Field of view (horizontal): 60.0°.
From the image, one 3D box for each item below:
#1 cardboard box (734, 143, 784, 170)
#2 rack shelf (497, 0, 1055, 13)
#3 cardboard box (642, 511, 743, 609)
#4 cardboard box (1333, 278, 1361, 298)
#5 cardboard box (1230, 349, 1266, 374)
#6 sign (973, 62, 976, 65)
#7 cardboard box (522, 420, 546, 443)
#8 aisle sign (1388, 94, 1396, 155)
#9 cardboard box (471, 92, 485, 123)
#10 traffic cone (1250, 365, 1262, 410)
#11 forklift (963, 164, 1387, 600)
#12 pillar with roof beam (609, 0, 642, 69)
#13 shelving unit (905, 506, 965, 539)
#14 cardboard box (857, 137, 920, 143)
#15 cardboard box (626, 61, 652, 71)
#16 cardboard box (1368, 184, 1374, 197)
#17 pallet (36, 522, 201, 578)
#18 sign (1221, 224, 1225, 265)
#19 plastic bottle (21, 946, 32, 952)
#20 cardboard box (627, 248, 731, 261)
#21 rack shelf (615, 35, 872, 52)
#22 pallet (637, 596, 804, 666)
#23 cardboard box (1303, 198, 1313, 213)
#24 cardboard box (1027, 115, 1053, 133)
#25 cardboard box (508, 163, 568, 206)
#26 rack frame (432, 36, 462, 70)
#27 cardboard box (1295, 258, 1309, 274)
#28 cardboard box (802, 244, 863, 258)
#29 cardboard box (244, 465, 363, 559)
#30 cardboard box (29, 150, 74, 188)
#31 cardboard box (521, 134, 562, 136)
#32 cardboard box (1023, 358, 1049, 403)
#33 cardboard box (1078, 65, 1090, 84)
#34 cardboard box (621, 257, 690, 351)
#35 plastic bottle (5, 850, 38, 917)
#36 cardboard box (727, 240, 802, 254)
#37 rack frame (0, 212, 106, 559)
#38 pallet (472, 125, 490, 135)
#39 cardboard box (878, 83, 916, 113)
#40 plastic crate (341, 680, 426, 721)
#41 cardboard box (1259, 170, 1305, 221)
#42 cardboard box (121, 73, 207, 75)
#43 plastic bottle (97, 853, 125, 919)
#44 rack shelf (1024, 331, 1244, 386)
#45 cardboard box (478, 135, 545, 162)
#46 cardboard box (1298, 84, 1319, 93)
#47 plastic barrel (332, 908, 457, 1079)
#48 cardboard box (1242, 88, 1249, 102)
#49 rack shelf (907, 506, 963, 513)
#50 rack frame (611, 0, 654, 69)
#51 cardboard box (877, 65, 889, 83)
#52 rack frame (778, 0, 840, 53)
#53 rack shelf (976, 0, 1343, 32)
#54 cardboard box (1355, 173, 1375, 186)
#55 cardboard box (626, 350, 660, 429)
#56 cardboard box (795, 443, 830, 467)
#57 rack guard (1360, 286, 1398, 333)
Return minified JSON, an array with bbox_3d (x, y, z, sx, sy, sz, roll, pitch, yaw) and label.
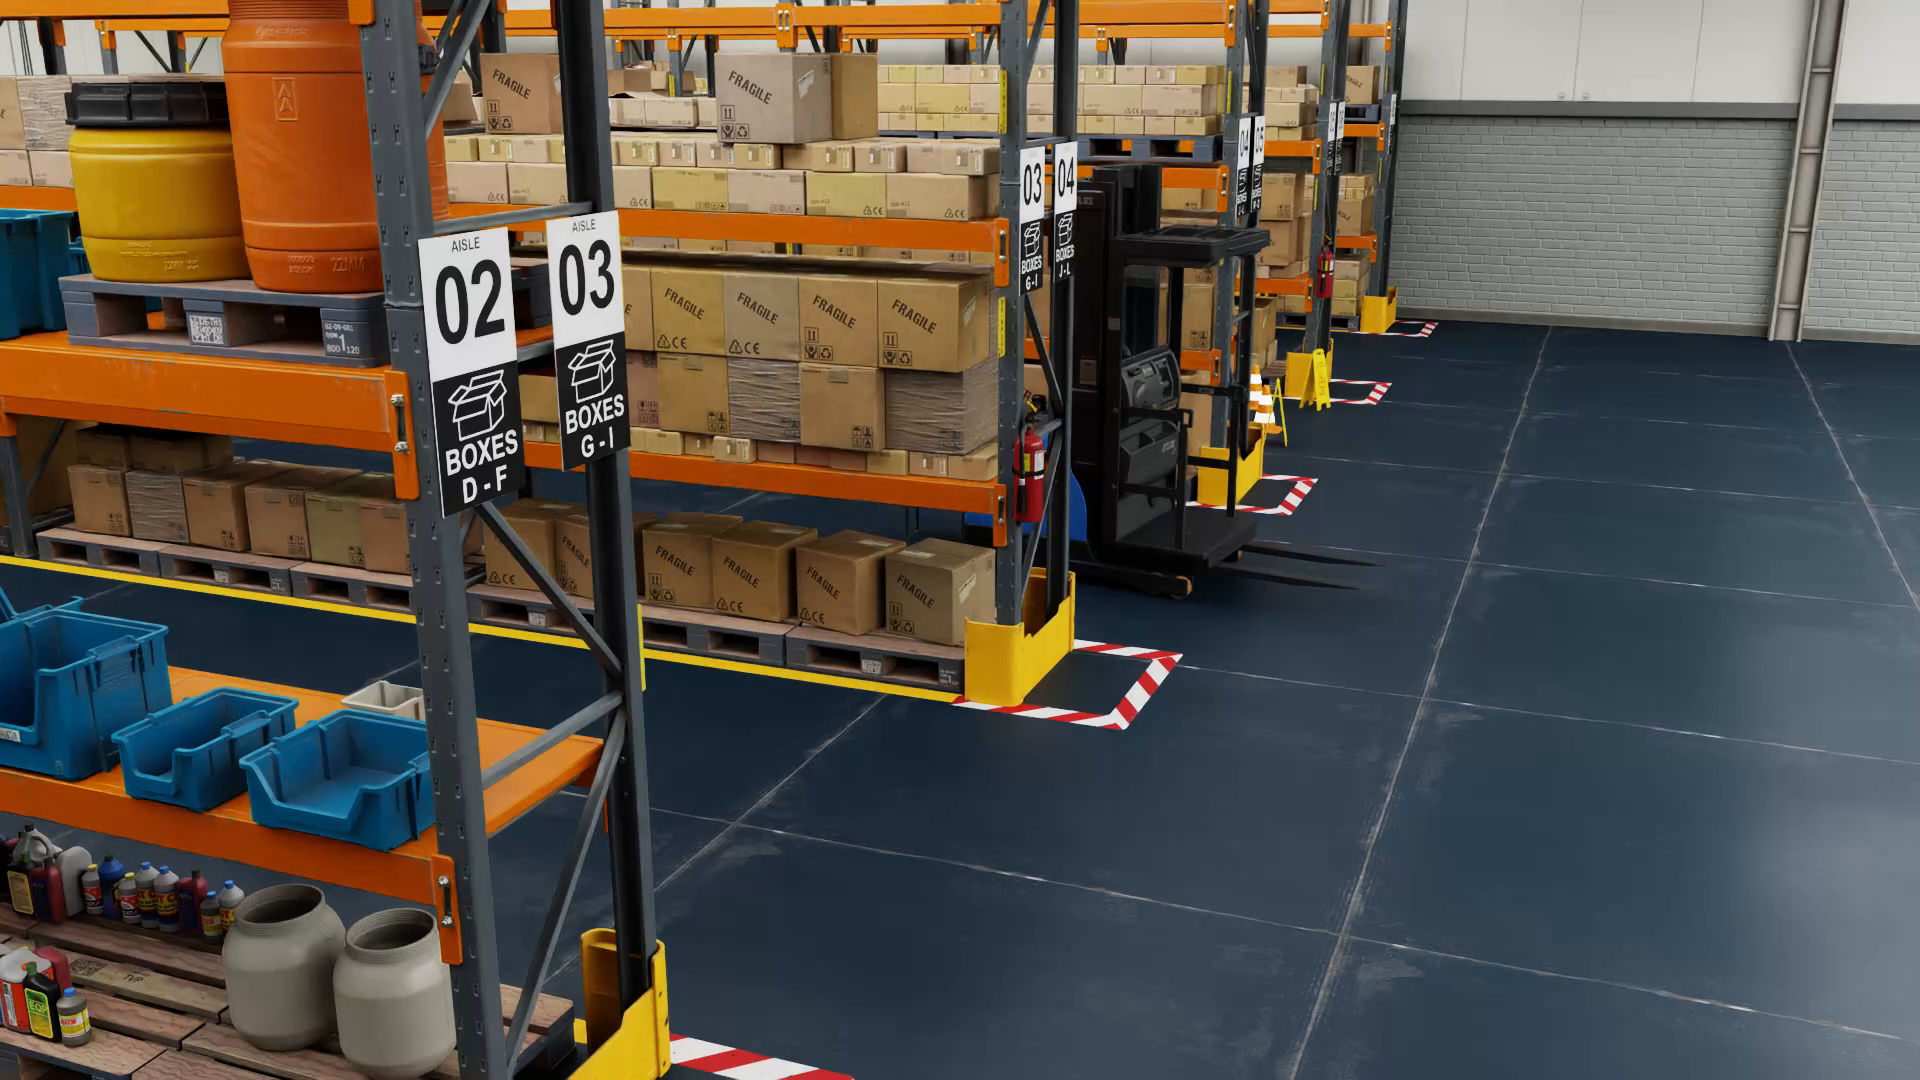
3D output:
[{"bbox_3d":[-1.127,-2.255,9.736,0.250,0.149,0.380,5,17,18],"label":"cardboard box"},{"bbox_3d":[-1.407,-3.351,9.873,4.000,0.370,1.077,6,17,21],"label":"rack shelf"},{"bbox_3d":[-1.768,0.128,11.083,0.500,0.500,0.500,5,17,16],"label":"cardboard box"},{"bbox_3d":[5.340,-3.561,23.341,0.500,0.250,0.500,6,17,20],"label":"cardboard box"},{"bbox_3d":[3.216,-2.080,19.135,0.500,0.250,0.500,6,17,20],"label":"cardboard box"},{"bbox_3d":[0.168,-5.326,19.125,0.005,0.325,0.100,6,17,21],"label":"sign"},{"bbox_3d":[-2.708,-0.754,10.841,0.250,0.149,0.380,6,17,21],"label":"cardboard box"},{"bbox_3d":[5.861,-5.636,22.545,0.004,0.787,0.394,6,17,21],"label":"aisle sign"},{"bbox_3d":[-4.482,-4.224,16.189,0.500,0.311,0.500,6,17,21],"label":"cardboard box"},{"bbox_3d":[3.216,-1.674,18.110,0.334,0.463,0.336,6,17,21],"label":"traffic cone"},{"bbox_3d":[1.556,-1.157,11.901,3.031,2.935,1.130,9,19,29],"label":"forklift"},{"bbox_3d":[-7.152,-7.768,23.790,0.400,9.000,9.100,6,17,21],"label":"pillar with roof beam"},{"bbox_3d":[-0.154,-0.593,13.065,0.503,1.200,0.258,6,17,21],"label":"shelving unit"},{"bbox_3d":[-0.431,-2.353,10.071,0.250,0.149,0.380,7,18,23],"label":"cardboard box"},{"bbox_3d":[-5.104,-7.488,26.449,0.258,0.266,0.396,6,17,20],"label":"cardboard box"},{"bbox_3d":[5.687,-4.932,23.440,0.250,0.149,0.380,6,17,19],"label":"cardboard box"},{"bbox_3d":[-6.262,-0.012,12.835,1.213,0.211,1.003,6,17,21],"label":"pallet"},{"bbox_3d":[2.155,-2.419,13.626,0.005,0.325,0.100,6,17,21],"label":"sign"},{"bbox_3d":[-3.558,1.649,6.344,0.097,0.201,0.097,0,16,0],"label":"plastic bottle"},{"bbox_3d":[-1.818,-1.616,10.854,0.500,0.500,0.500,6,17,21],"label":"cardboard box"},{"bbox_3d":[-3.395,-7.837,26.037,4.000,0.370,1.077,6,17,21],"label":"rack shelf"},{"bbox_3d":[-1.491,0.501,11.069,1.213,0.211,1.003,6,17,21],"label":"pallet"},{"bbox_3d":[4.874,-4.556,23.309,0.500,0.500,0.500,7,18,22],"label":"cardboard box"},{"bbox_3d":[0.752,-3.535,14.107,0.250,0.149,0.380,6,17,21],"label":"cardboard box"},{"bbox_3d":[-2.449,-2.225,10.347,0.500,0.250,0.500,6,17,20],"label":"cardboard box"},{"bbox_3d":[-7.074,-7.292,22.150,0.127,3.000,1.000,6,17,21],"label":"rack frame"},{"bbox_3d":[3.849,-3.151,19.097,0.250,0.149,0.380,6,17,21],"label":"cardboard box"},{"bbox_3d":[-1.023,-2.842,15.377,0.550,0.550,0.875,6,17,21],"label":"cardboard box"},{"bbox_3d":[-4.788,-0.212,12.218,0.500,0.500,0.700,5,17,16],"label":"cardboard box"},{"bbox_3d":[-6.168,-2.633,11.752,0.500,0.250,0.500,7,17,22],"label":"cardboard box"},{"bbox_3d":[-2.644,-2.573,10.829,0.250,0.149,0.380,6,17,21],"label":"cardboard box"},{"bbox_3d":[0.893,-1.212,15.026,0.875,0.875,0.875,6,17,20],"label":"cardboard box"},{"bbox_3d":[0.986,-3.892,13.907,0.250,0.149,0.380,6,17,21],"label":"cardboard box"},{"bbox_3d":[-2.012,-1.479,10.382,0.500,0.500,0.500,6,17,21],"label":"cardboard box"},{"bbox_3d":[-3.915,1.429,6.955,0.133,0.283,0.061,6,17,21],"label":"plastic bottle"},{"bbox_3d":[-1.818,-2.876,15.726,0.500,0.500,0.700,6,17,20],"label":"cardboard box"},{"bbox_3d":[-6.989,-1.431,12.723,0.127,3.000,1.000,6,17,21],"label":"rack frame"},{"bbox_3d":[-4.456,-4.005,16.547,1.003,0.211,1.213,7,18,23],"label":"pallet"},{"bbox_3d":[-0.532,-3.885,14.599,0.500,0.250,0.500,6,17,20],"label":"cardboard box"},{"bbox_3d":[-2.078,0.623,6.119,0.250,0.136,0.298,6,17,21],"label":"plastic crate"},{"bbox_3d":[3.534,-3.850,18.548,0.500,0.500,0.700,6,17,19],"label":"cardboard box"},{"bbox_3d":[-8.484,-4.739,17.806,0.500,0.500,0.700,6,17,21],"label":"cardboard box"},{"bbox_3d":[-3.537,1.438,6.943,0.097,0.271,0.097,0,16,0],"label":"plastic bottle"},{"bbox_3d":[0.507,-1.748,15.105,4.000,0.370,1.077,6,17,21],"label":"rack shelf"},{"bbox_3d":[-2.806,-2.459,10.438,0.250,0.149,0.380,5,17,18],"label":"cardboard box"},{"bbox_3d":[4.789,-6.128,22.831,0.258,0.266,0.396,6,17,21],"label":"cardboard box"},{"bbox_3d":[-2.004,1.617,5.931,0.421,0.512,0.421,0,16,0],"label":"plastic barrel"},{"bbox_3d":[3.197,-4.902,18.317,0.250,0.149,0.380,6,17,20],"label":"cardboard box"},{"bbox_3d":[-0.154,-0.338,13.139,0.480,0.148,0.258,6,17,21],"label":"rack shelf"},{"bbox_3d":[-5.256,-8.579,26.585,0.127,3.000,1.000,6,17,21],"label":"rack frame"},{"bbox_3d":[-0.667,-4.073,14.532,0.250,0.149,0.380,6,17,20],"label":"cardboard box"},{"bbox_3d":[-1.354,-5.179,14.873,0.127,3.000,1.000,6,17,21],"label":"rack frame"},{"bbox_3d":[2.229,-5.922,18.727,4.000,0.370,1.077,6,17,21],"label":"rack shelf"},{"bbox_3d":[5.673,-5.063,23.357,0.250,0.149,0.380,6,17,20],"label":"cardboard box"},{"bbox_3d":[-1.918,-1.066,10.751,0.500,0.500,0.875,6,17,21],"label":"cardboard box"},{"bbox_3d":[-0.816,-0.572,10.213,0.250,0.149,0.380,6,17,21],"label":"cardboard box"},{"bbox_3d":[5.930,-3.268,23.533,0.348,0.500,1.175,6,17,21],"label":"rack guard"}]
